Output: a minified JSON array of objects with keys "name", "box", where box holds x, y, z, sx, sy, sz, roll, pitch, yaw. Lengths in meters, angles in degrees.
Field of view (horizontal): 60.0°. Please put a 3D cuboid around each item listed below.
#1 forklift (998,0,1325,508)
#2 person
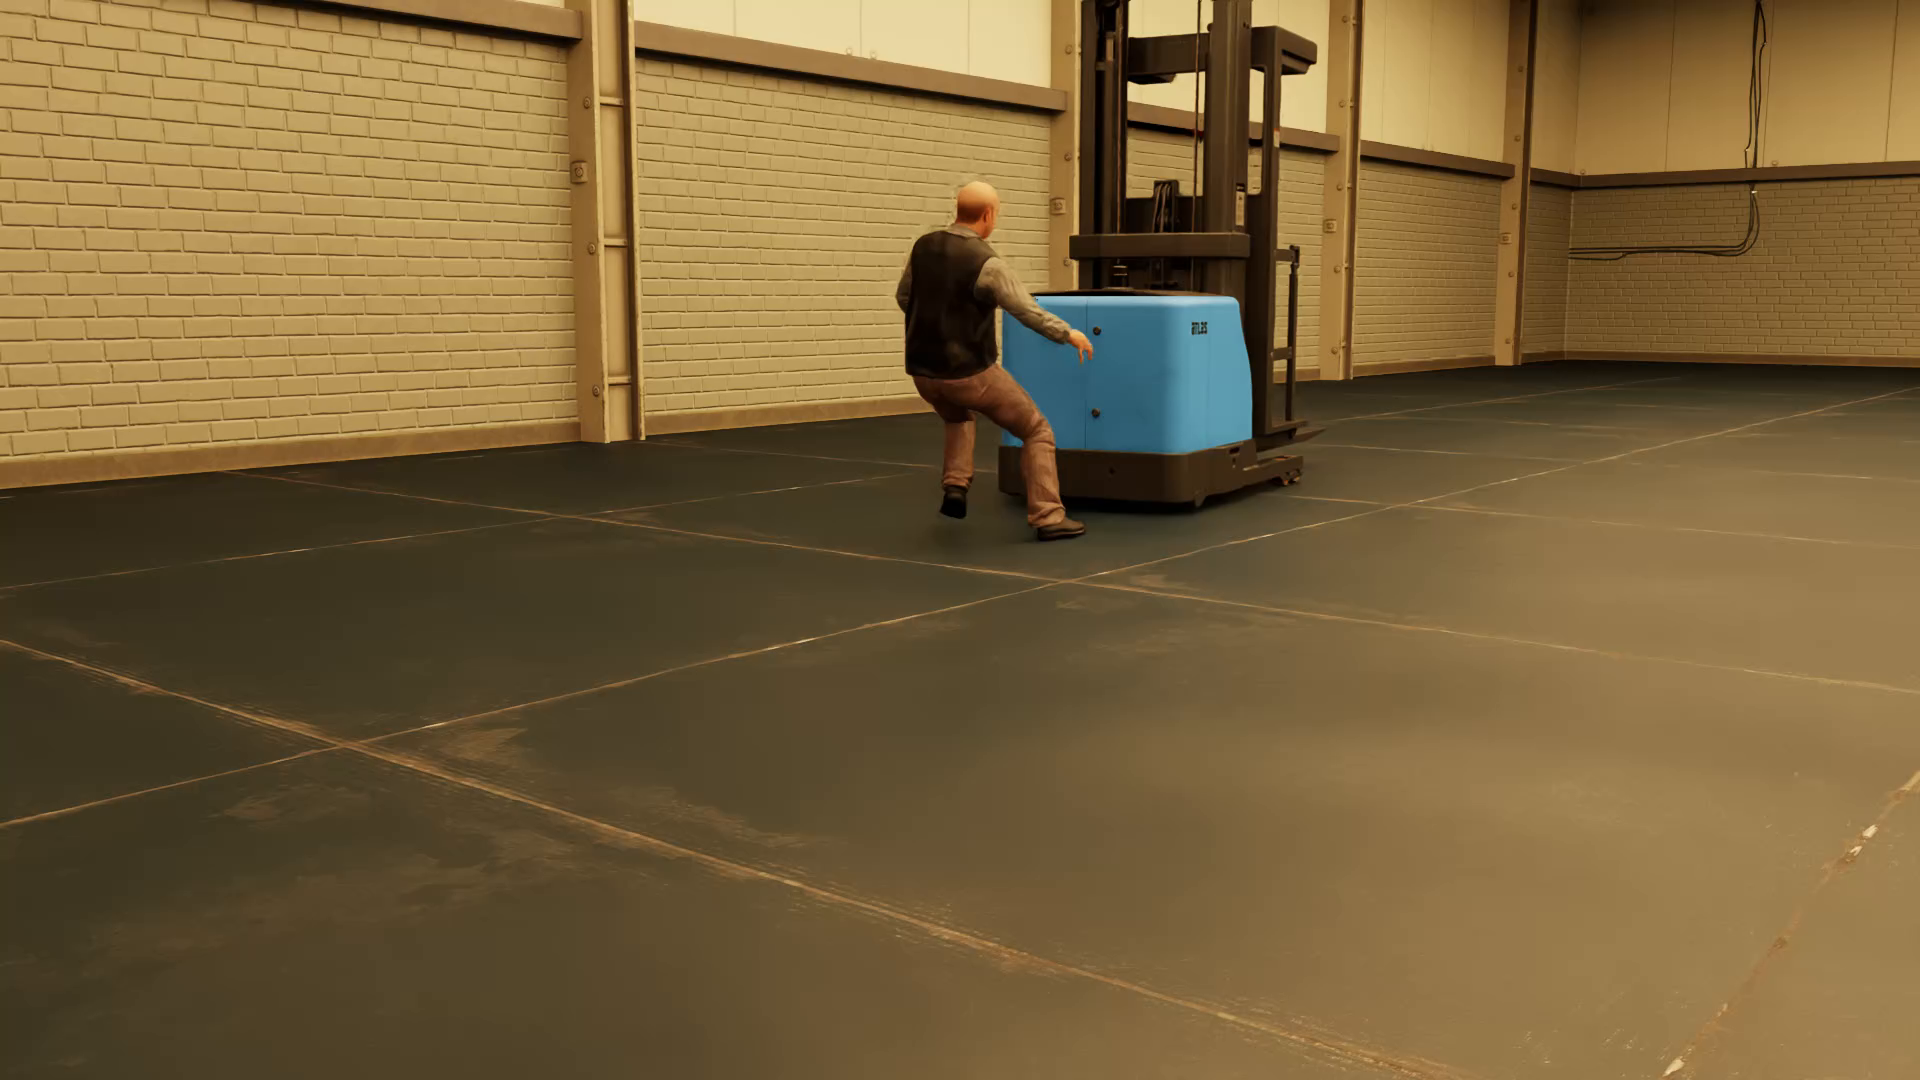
[{"name":"forklift","box":[1.349,-1.784,9.475,1.130,2.935,3.031,5,9,28]},{"name":"person","box":[0.117,-0.808,7.517,0.840,1.571,0.696,7,11,40]}]
